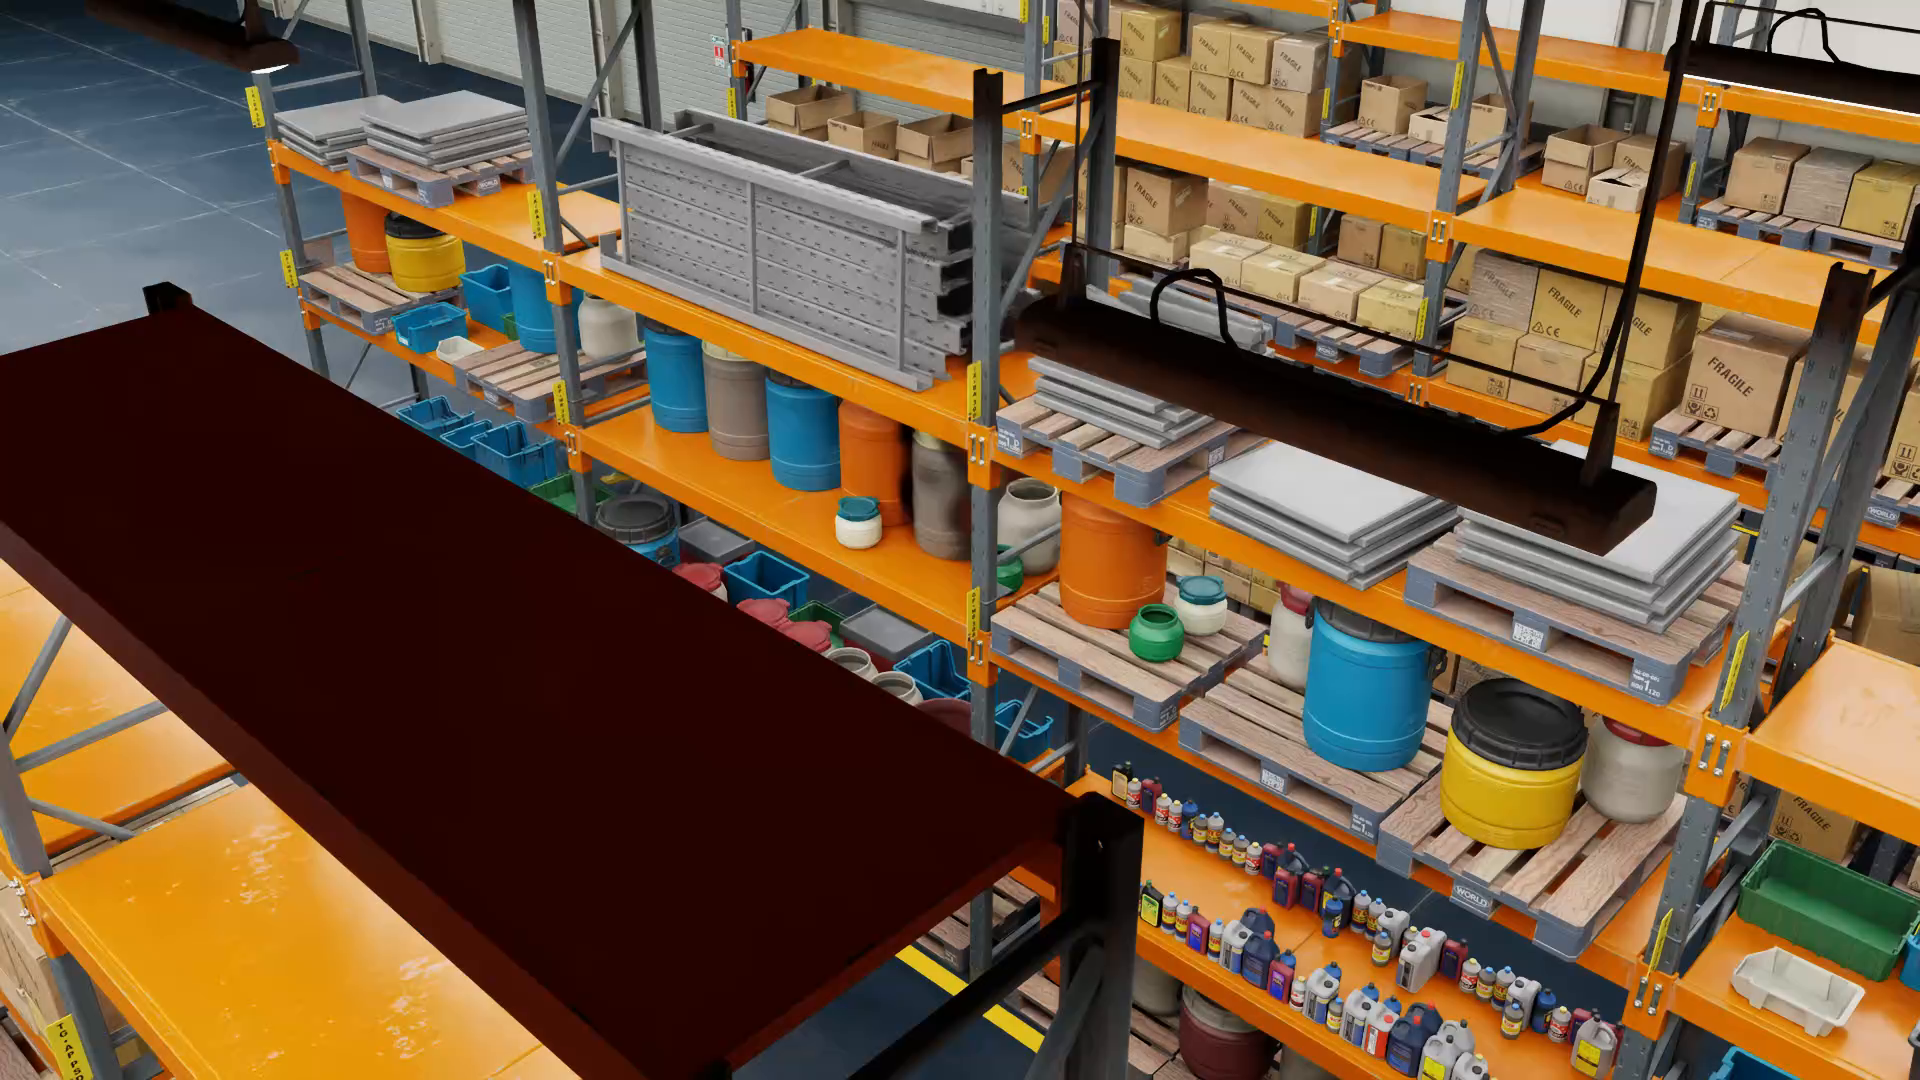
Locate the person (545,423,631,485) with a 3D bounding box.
[{"bbox_3d":[-3.880,-1.290,16.767,0.968,1.712,0.644,-1,29,-1],"label":"person"}]
